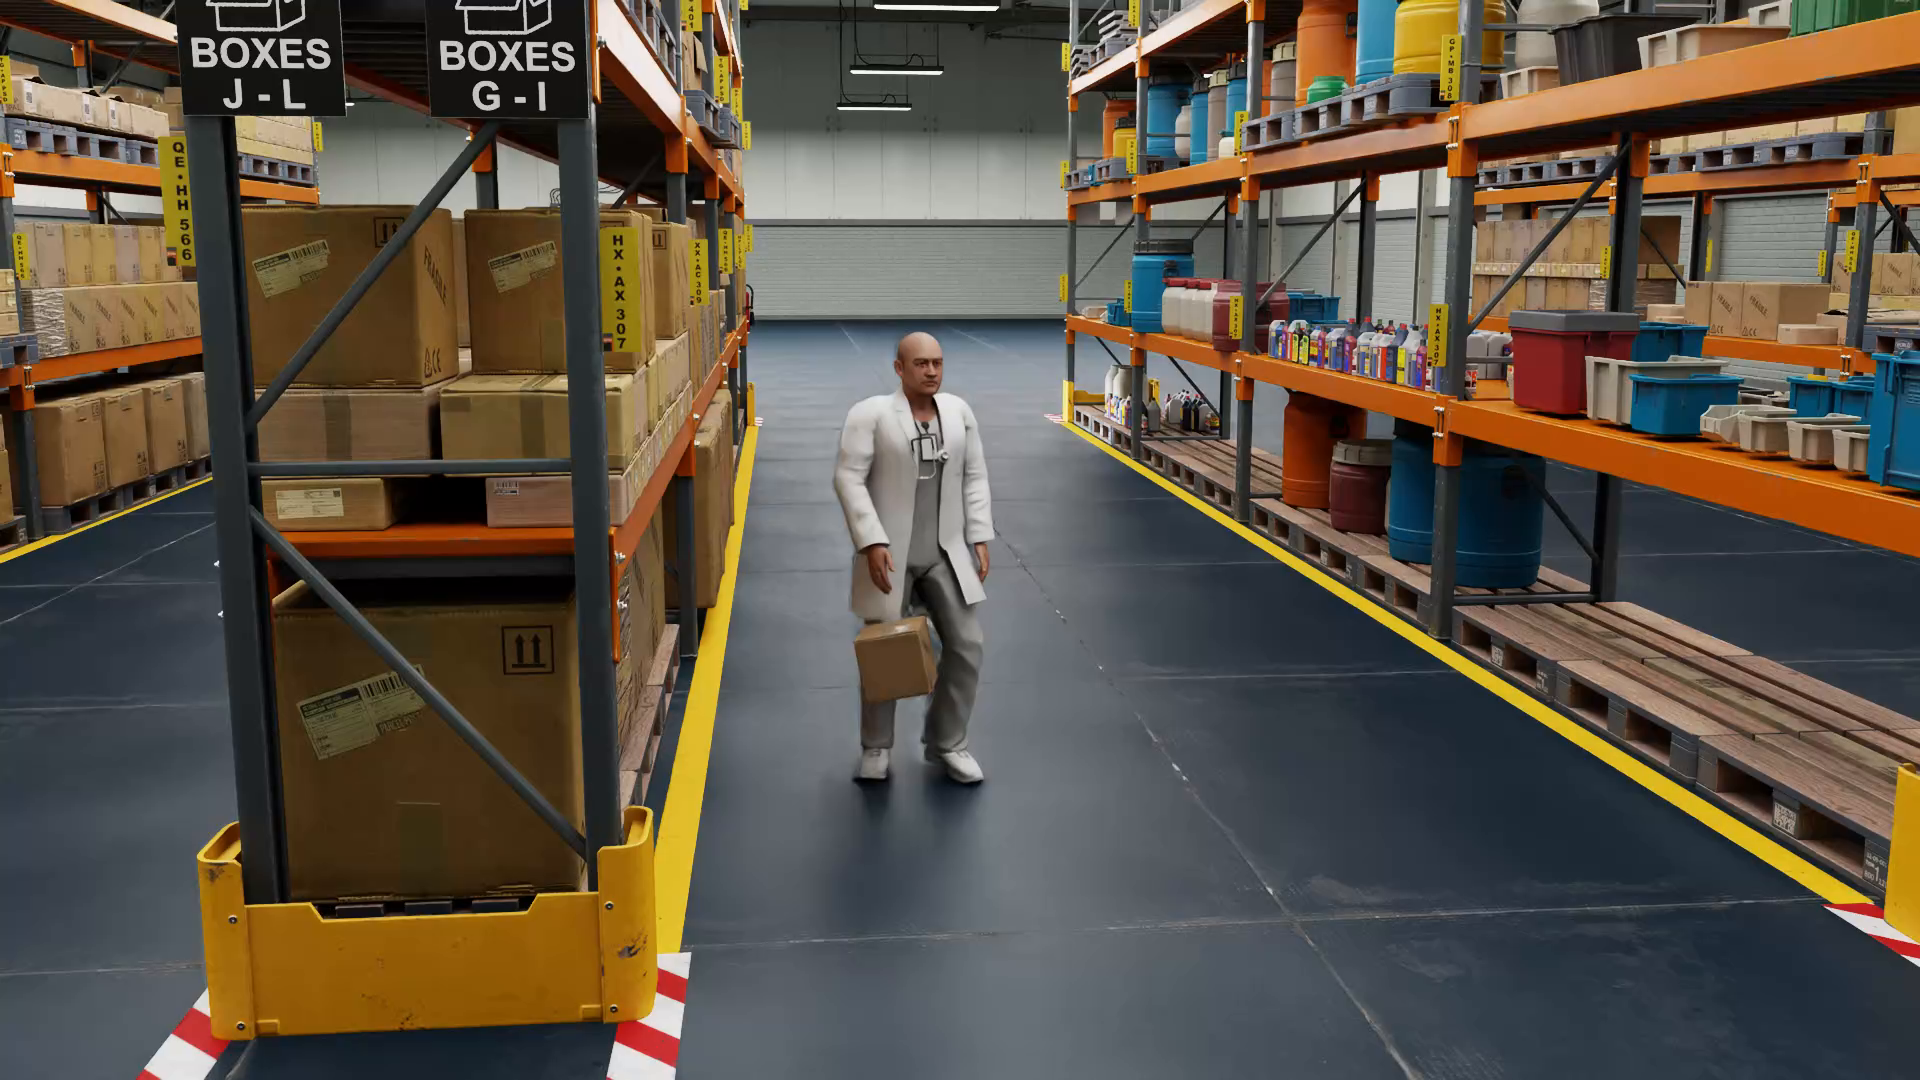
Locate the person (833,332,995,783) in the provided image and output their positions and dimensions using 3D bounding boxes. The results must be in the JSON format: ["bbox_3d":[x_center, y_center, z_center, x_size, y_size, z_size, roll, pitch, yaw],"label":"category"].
[{"bbox_3d":[-0.172,0.069,6.551,0.676,1.770,0.542,-4,11,-21],"label":"person"}]
